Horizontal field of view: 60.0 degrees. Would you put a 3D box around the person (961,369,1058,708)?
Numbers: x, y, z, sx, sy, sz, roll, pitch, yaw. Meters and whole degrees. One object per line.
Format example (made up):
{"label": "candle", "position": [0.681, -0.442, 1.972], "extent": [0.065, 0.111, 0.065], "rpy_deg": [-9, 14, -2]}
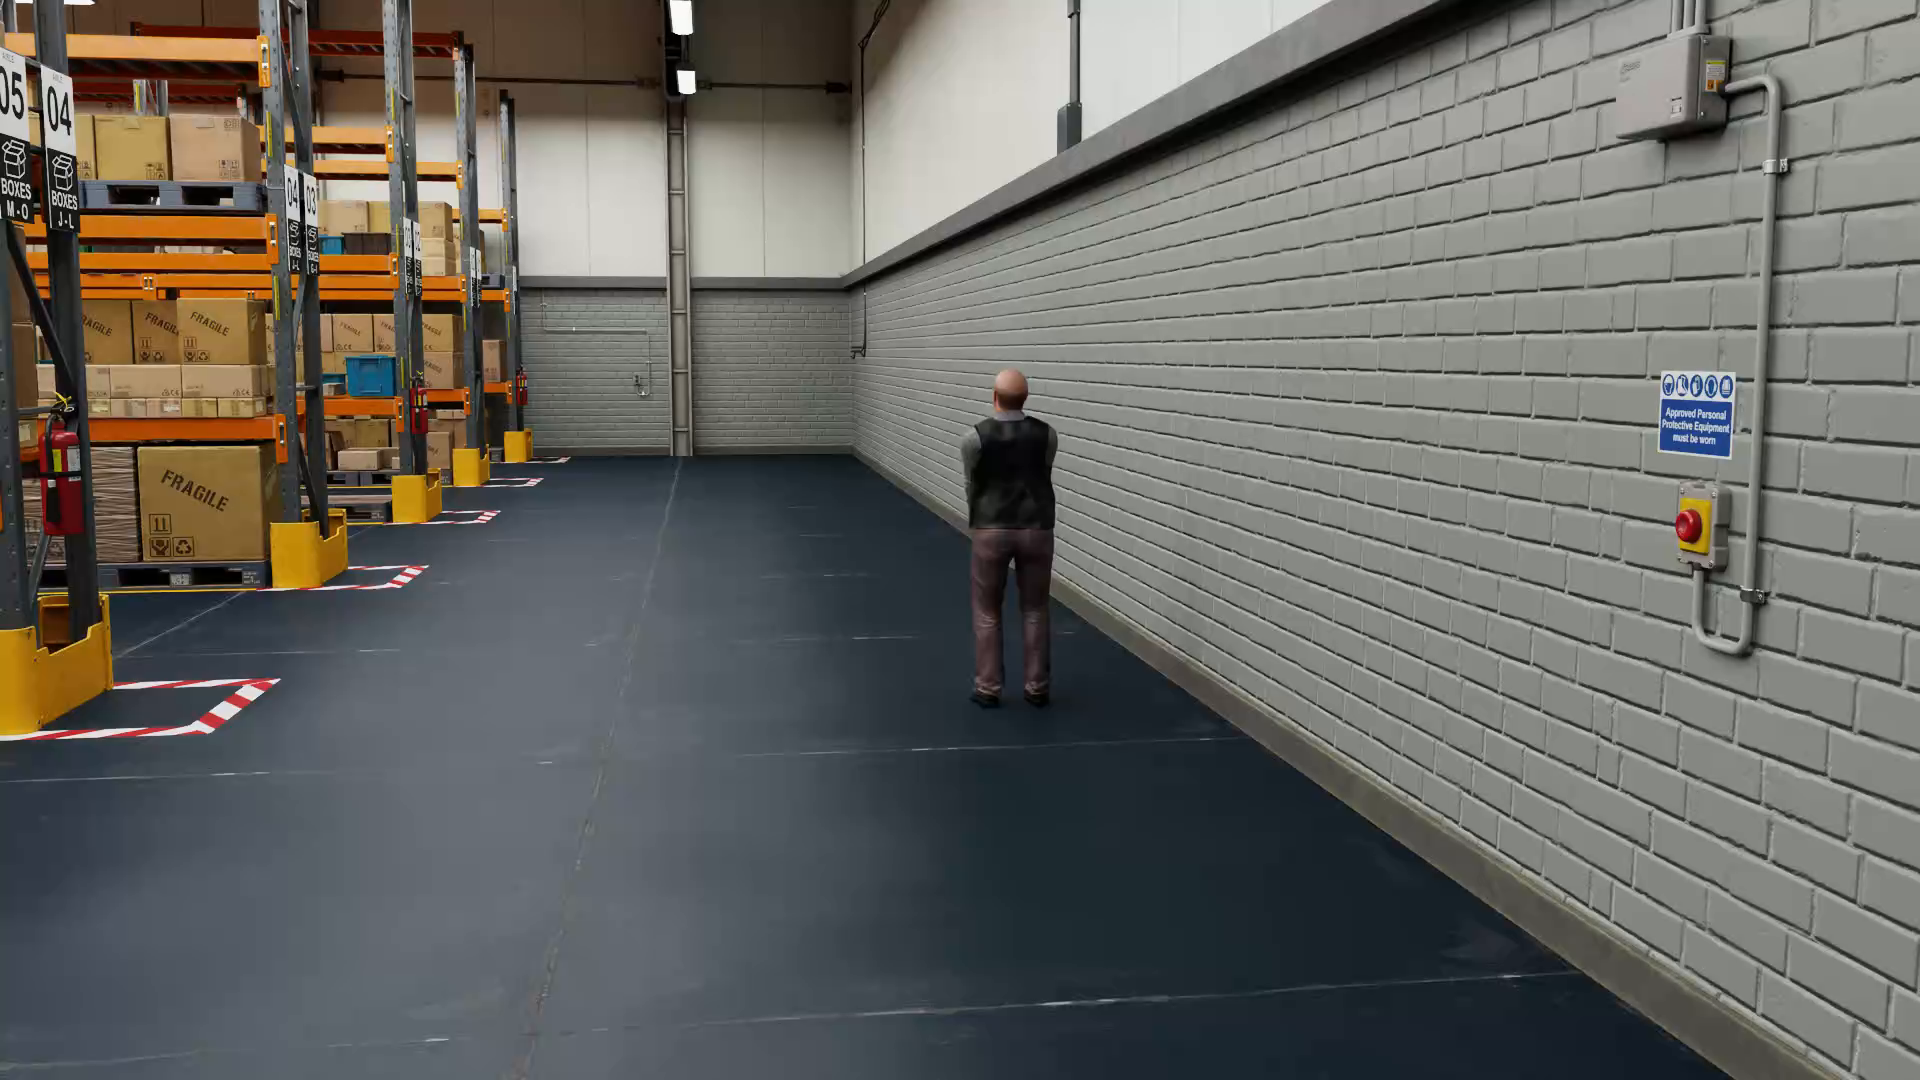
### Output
{"label": "person", "position": [0.236, -0.022, 8.554], "extent": [0.494, 1.711, 0.550], "rpy_deg": [-1, 6, -8]}
